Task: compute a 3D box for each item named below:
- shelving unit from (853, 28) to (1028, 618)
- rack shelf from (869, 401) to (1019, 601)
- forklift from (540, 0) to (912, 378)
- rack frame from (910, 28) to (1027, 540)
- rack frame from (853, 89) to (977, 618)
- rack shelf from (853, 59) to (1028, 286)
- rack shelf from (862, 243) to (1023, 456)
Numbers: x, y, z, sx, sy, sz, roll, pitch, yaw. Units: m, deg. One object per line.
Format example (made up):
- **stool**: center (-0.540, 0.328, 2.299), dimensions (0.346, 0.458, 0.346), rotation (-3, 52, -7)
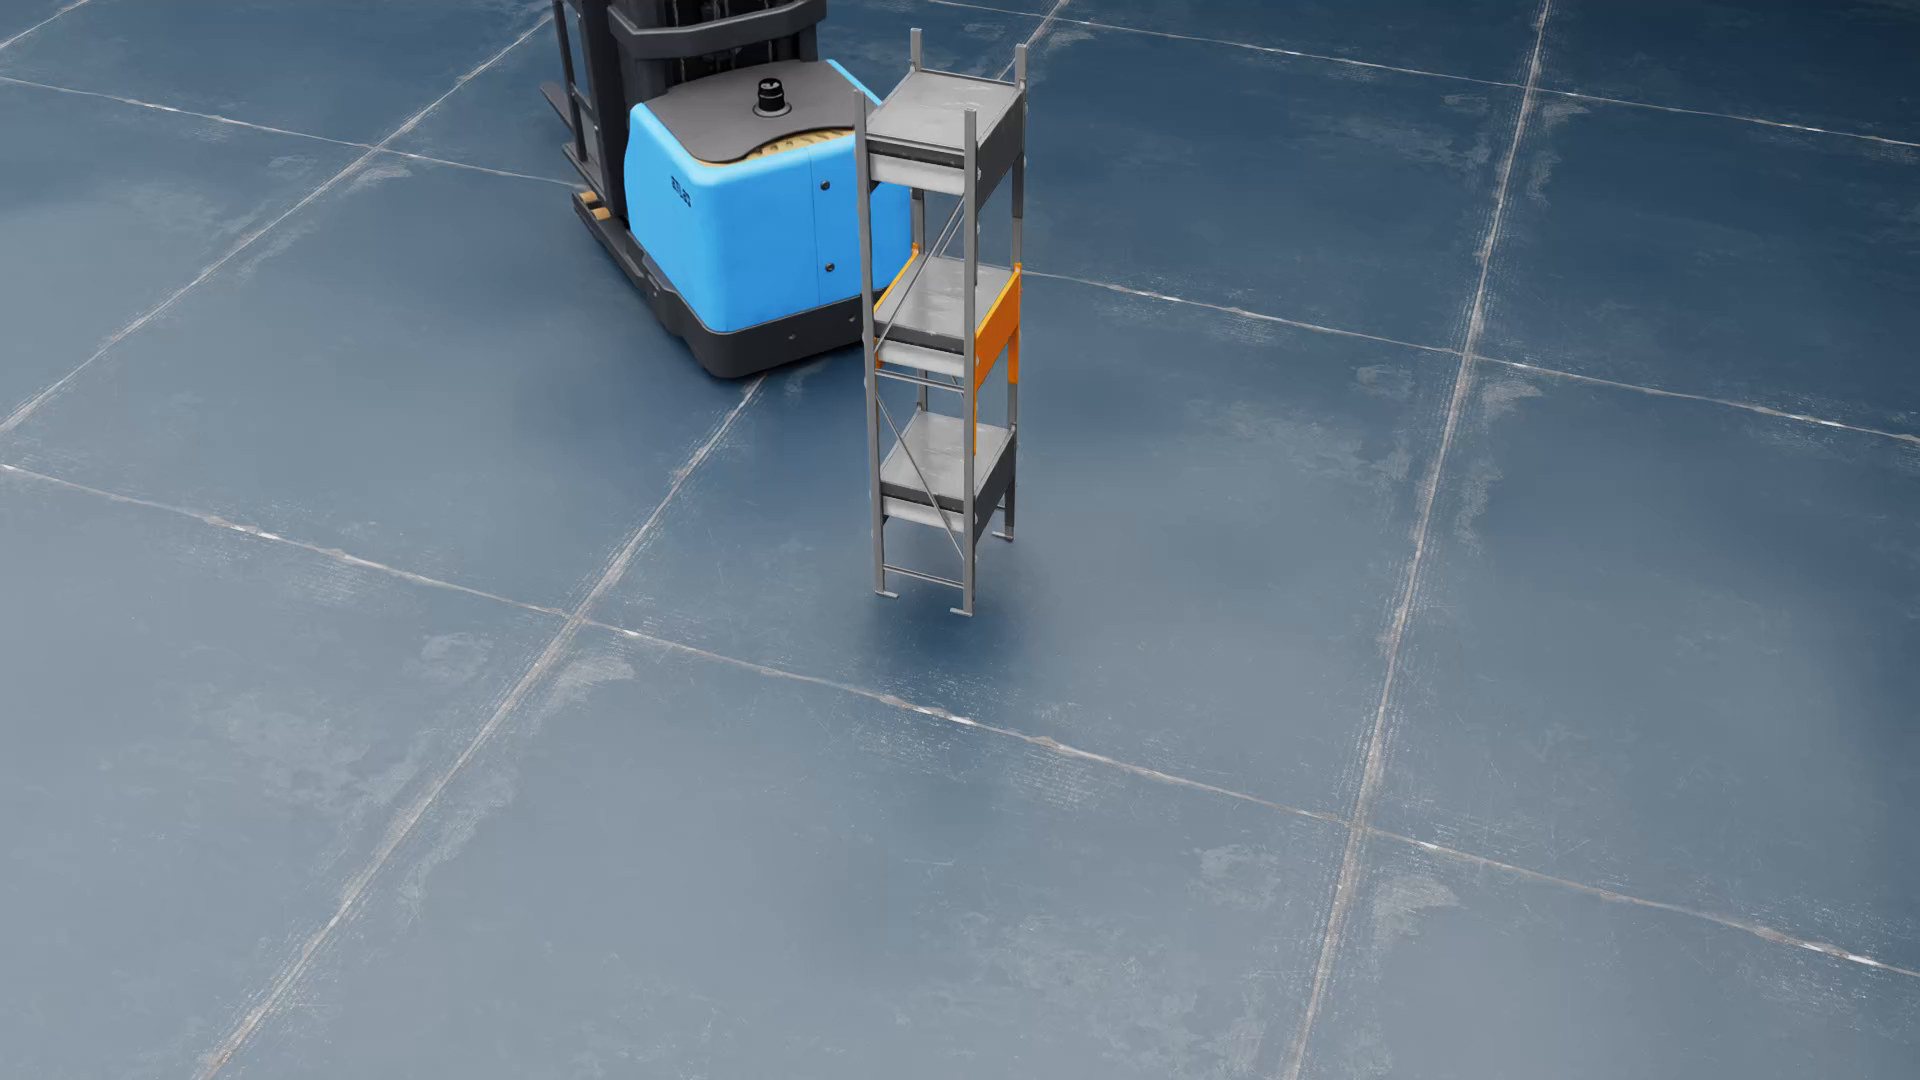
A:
- **shelving unit**: center (-0.057, -0.698, 5.950), dimensions (0.431, 2.100, 0.503), rotation (13, 42, 15)
- **rack shelf**: center (-0.057, -0.155, 6.413), dimensions (0.431, 0.518, 0.480), rotation (13, 42, 15)
- **forklift**: center (-1.361, -2.787, 7.759), dimensions (1.130, 2.935, 3.031), rotation (-20, 44, -22)
- **rack frame**: center (0.027, -0.847, 6.125), dimensions (0.400, 2.100, 0.015), rotation (13, 42, 15)
- **rack frame**: center (-0.140, -0.549, 5.776), dimensions (0.400, 2.100, 0.015), rotation (13, 42, 15)
- **rack shelf**: center (-0.057, -1.220, 5.505), dimensions (0.431, 0.518, 0.480), rotation (13, 42, 15)
- **rack shelf**: center (-0.057, -0.687, 5.959), dimensions (0.431, 0.518, 0.480), rotation (13, 42, 15)
